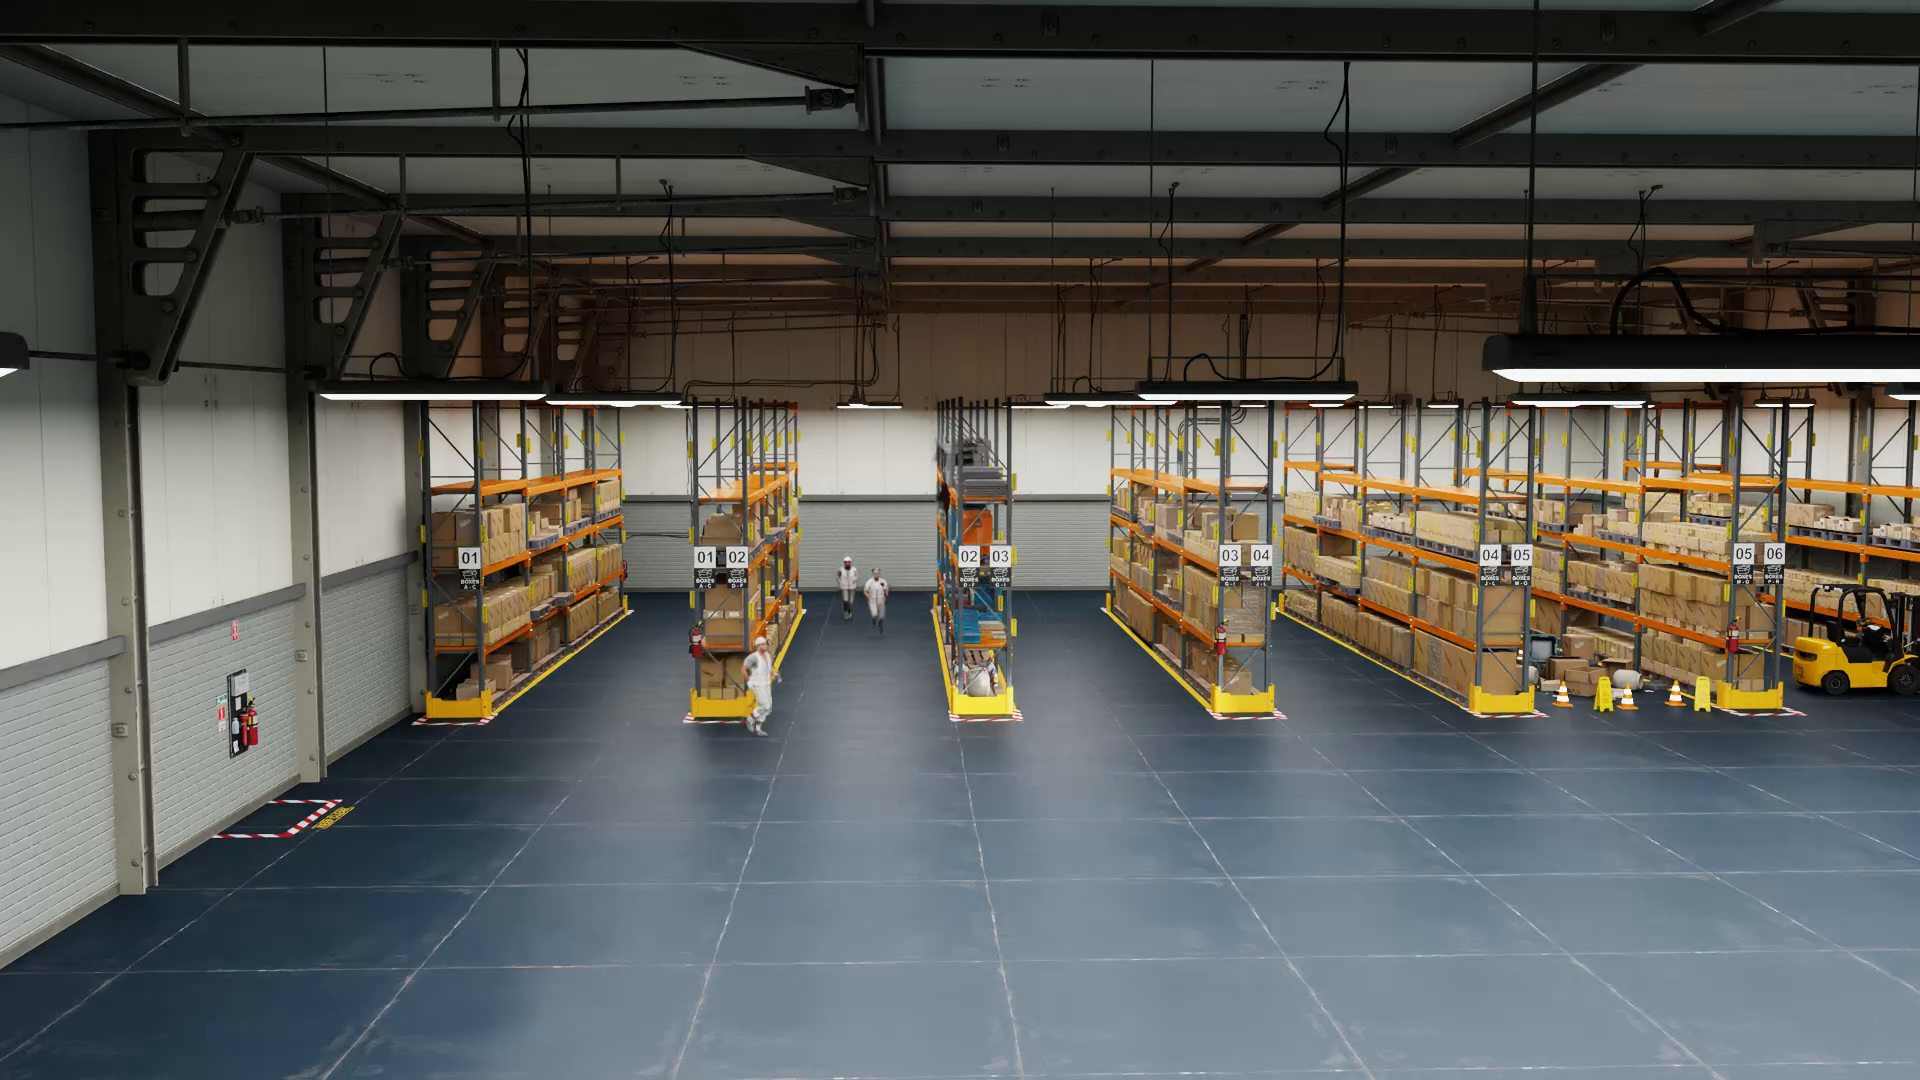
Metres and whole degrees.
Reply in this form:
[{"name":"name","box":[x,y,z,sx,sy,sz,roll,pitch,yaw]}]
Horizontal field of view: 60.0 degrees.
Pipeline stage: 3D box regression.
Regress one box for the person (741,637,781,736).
[{"name":"person","box":[-3.472,2.580,29.350,0.556,1.748,0.668,3,5,30]}]

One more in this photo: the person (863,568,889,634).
[{"name":"person","box":[-2.092,1.541,41.738,0.659,1.702,0.659,-1,4,-7]}]

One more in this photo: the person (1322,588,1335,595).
[{"name":"person","box":[10.650,1.117,48.590,0.591,1.699,0.726,4,6,44]}]

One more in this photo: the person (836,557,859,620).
[{"name":"person","box":[-3.084,1.332,45.742,0.601,1.760,0.795,-1,5,-15]}]
